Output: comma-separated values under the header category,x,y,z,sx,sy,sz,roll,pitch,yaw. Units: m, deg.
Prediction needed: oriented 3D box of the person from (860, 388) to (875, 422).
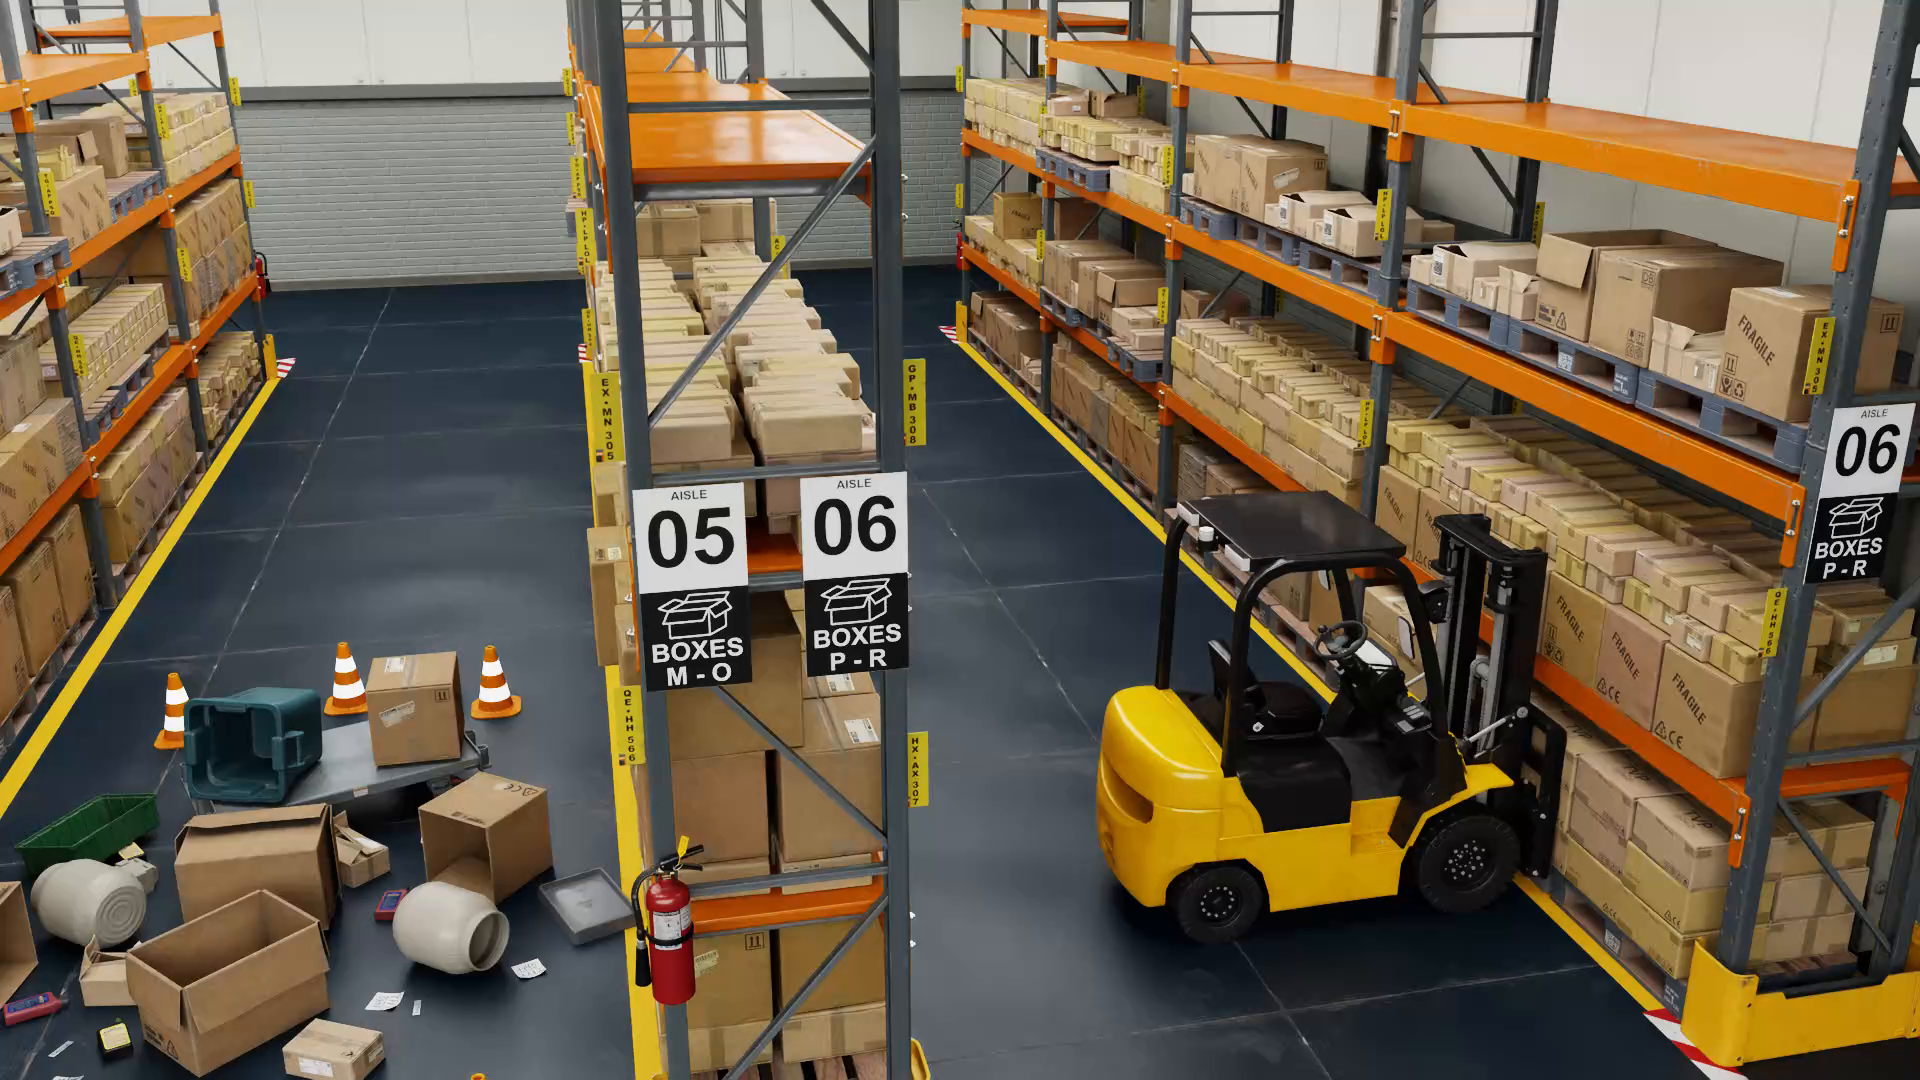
category,x,y,z,sx,sy,sz,roll,pitch,yaw
person,-0.899,-0.488,13.731,0.565,1.760,0.363,-5,20,-13
